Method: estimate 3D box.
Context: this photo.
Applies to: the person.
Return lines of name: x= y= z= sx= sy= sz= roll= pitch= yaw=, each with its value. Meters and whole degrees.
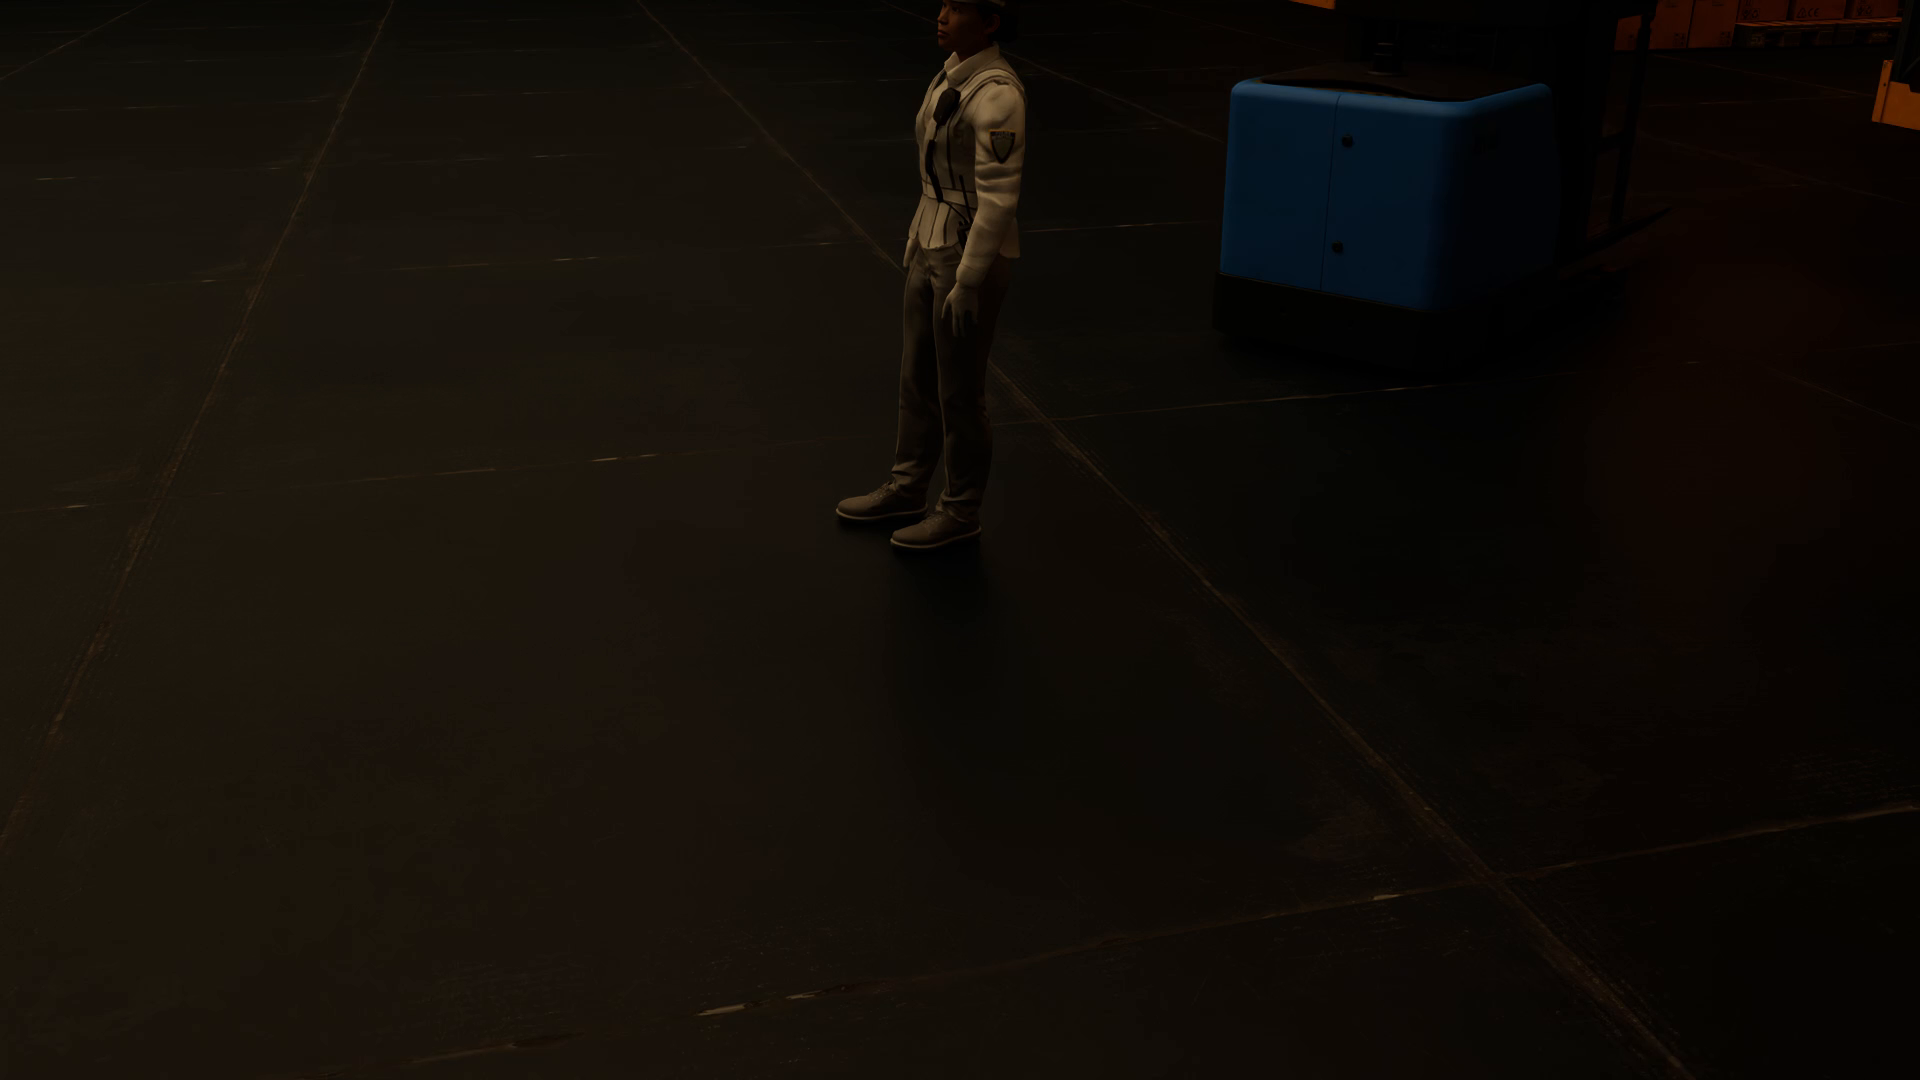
person: x=-0.068 y=-0.782 z=4.707 sx=0.531 sy=1.695 sz=0.588 roll=-6 pitch=24 yaw=-14

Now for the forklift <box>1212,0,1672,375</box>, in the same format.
forklift: x=2.399 y=-2.488 z=7.155 sx=1.130 sy=2.935 sz=3.031 roll=19 pitch=29 yaw=37
